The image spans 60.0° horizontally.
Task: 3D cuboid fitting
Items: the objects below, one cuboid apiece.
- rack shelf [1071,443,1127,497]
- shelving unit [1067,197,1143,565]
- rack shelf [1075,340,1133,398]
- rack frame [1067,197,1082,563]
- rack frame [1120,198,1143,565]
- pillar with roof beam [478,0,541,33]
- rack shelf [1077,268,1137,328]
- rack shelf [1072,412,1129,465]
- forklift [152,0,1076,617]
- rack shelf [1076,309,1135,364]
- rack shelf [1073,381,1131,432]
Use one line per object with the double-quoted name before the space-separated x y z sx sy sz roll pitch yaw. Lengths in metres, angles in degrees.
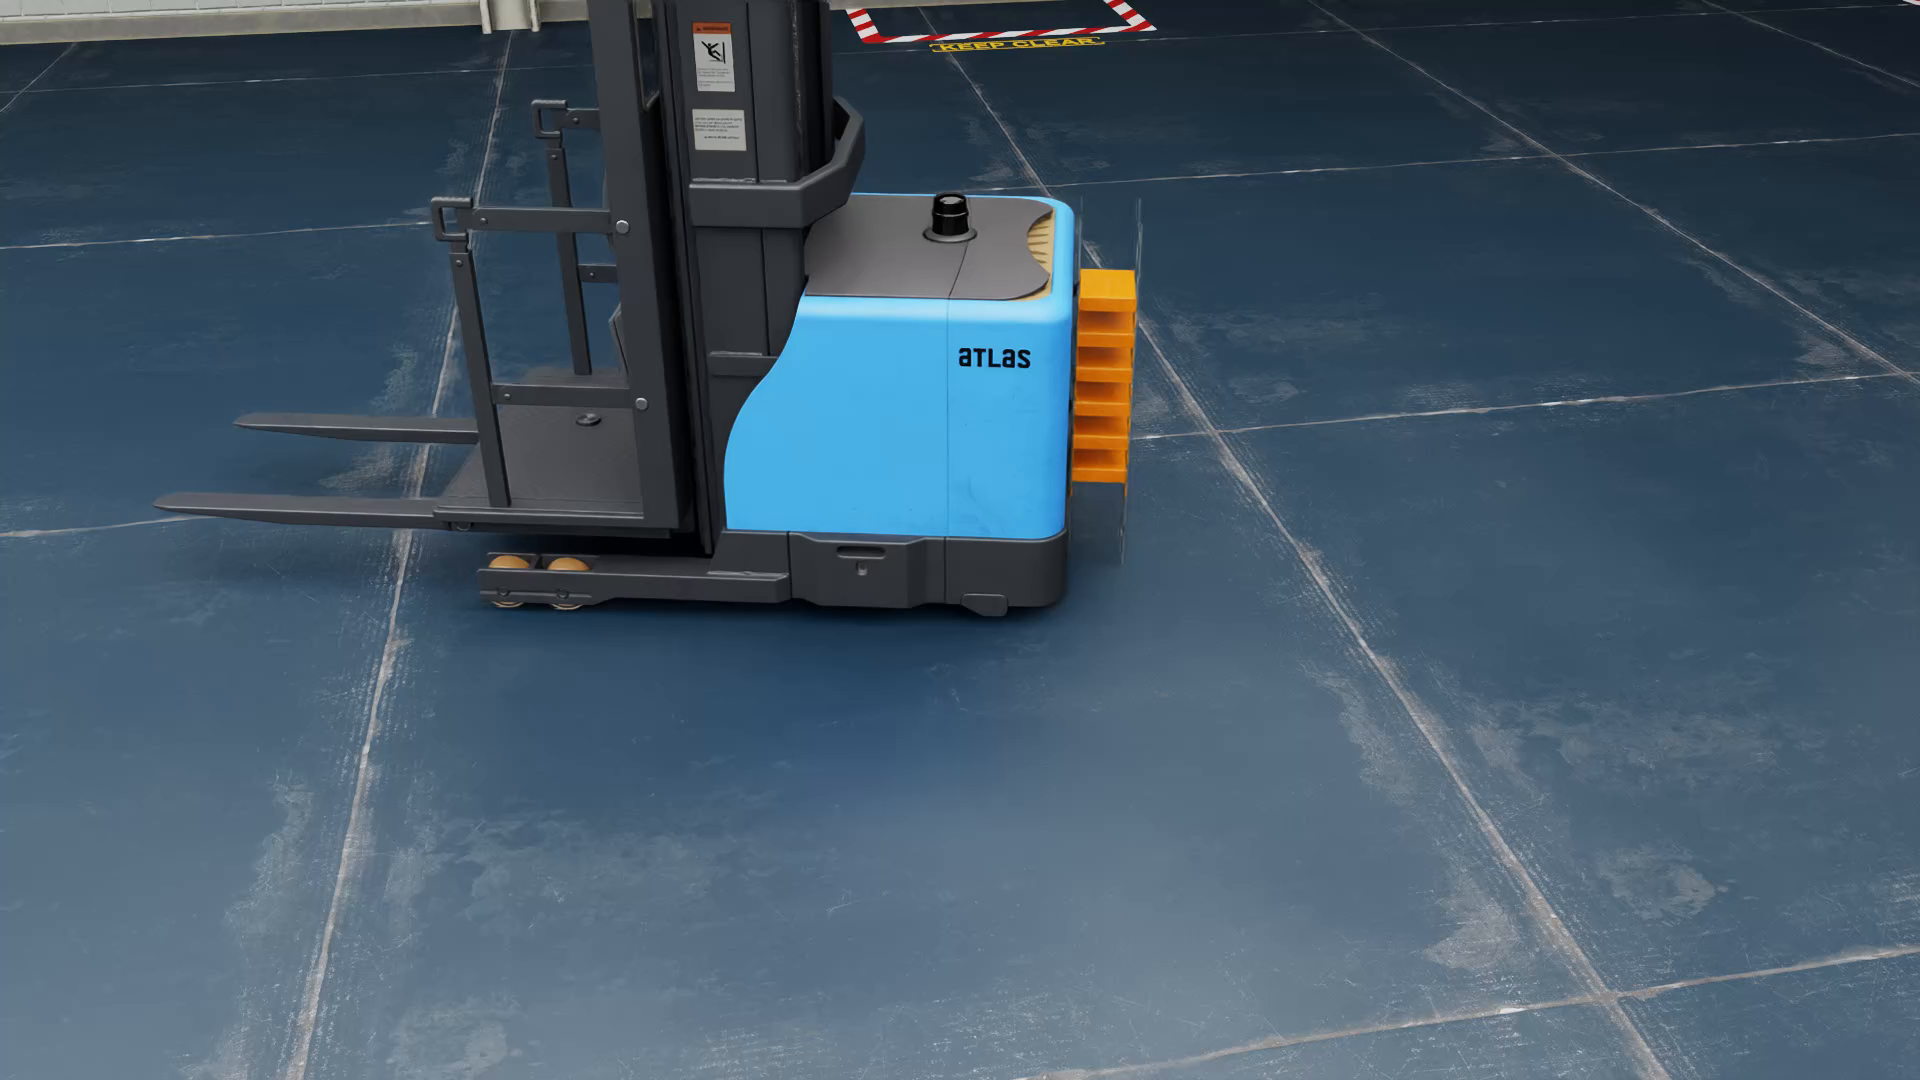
"rack shelf" 0.463 -0.250 5.553 0.180 0.103 0.258 2 31 3
"shelving unit" 0.463 -0.496 5.409 0.189 1.200 0.258 2 31 3
"rack shelf" 0.463 -0.561 5.371 0.180 0.103 0.258 2 31 3
"rack frame" 0.372 -0.499 5.414 0.006 1.200 0.240 2 31 3
"rack frame" 0.555 -0.492 5.404 0.006 1.200 0.240 2 31 3
"pillar with roof beam" -2.478 -5.462 6.161 0.400 9.000 9.100 -5 31 -9
"rack shelf" 0.463 -0.768 5.249 0.180 0.103 0.258 2 31 3
"rack shelf" 0.463 -0.354 5.492 0.180 0.103 0.258 2 31 3
"forklift" -1.145 -1.303 5.074 3.031 2.935 1.130 2 31 3
"rack shelf" 0.463 -0.664 5.310 0.180 0.103 0.258 2 31 3
"rack shelf" 0.463 -0.457 5.431 0.180 0.103 0.258 2 31 3
